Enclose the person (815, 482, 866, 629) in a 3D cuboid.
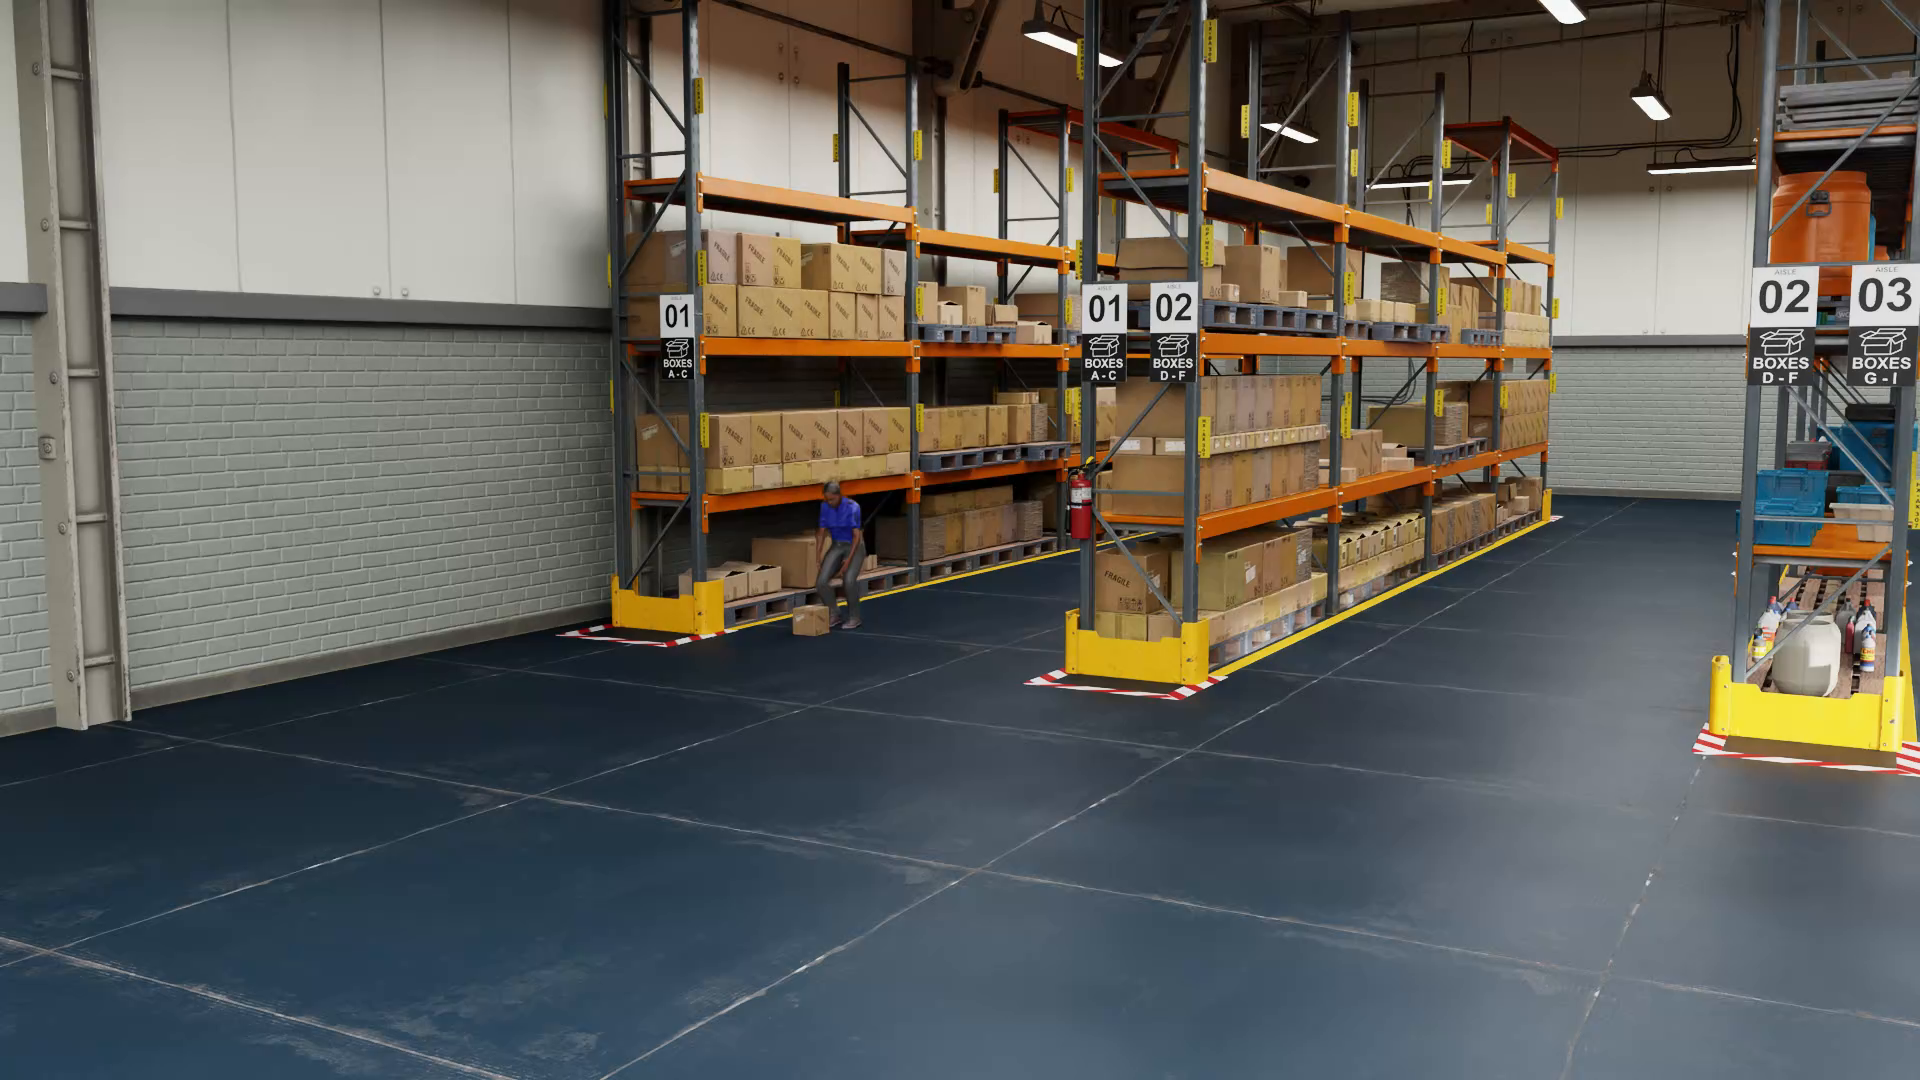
[{"bbox_3d":[-1.140,0.139,16.169,0.492,1.441,0.576,3,7,29],"label":"person"}]
